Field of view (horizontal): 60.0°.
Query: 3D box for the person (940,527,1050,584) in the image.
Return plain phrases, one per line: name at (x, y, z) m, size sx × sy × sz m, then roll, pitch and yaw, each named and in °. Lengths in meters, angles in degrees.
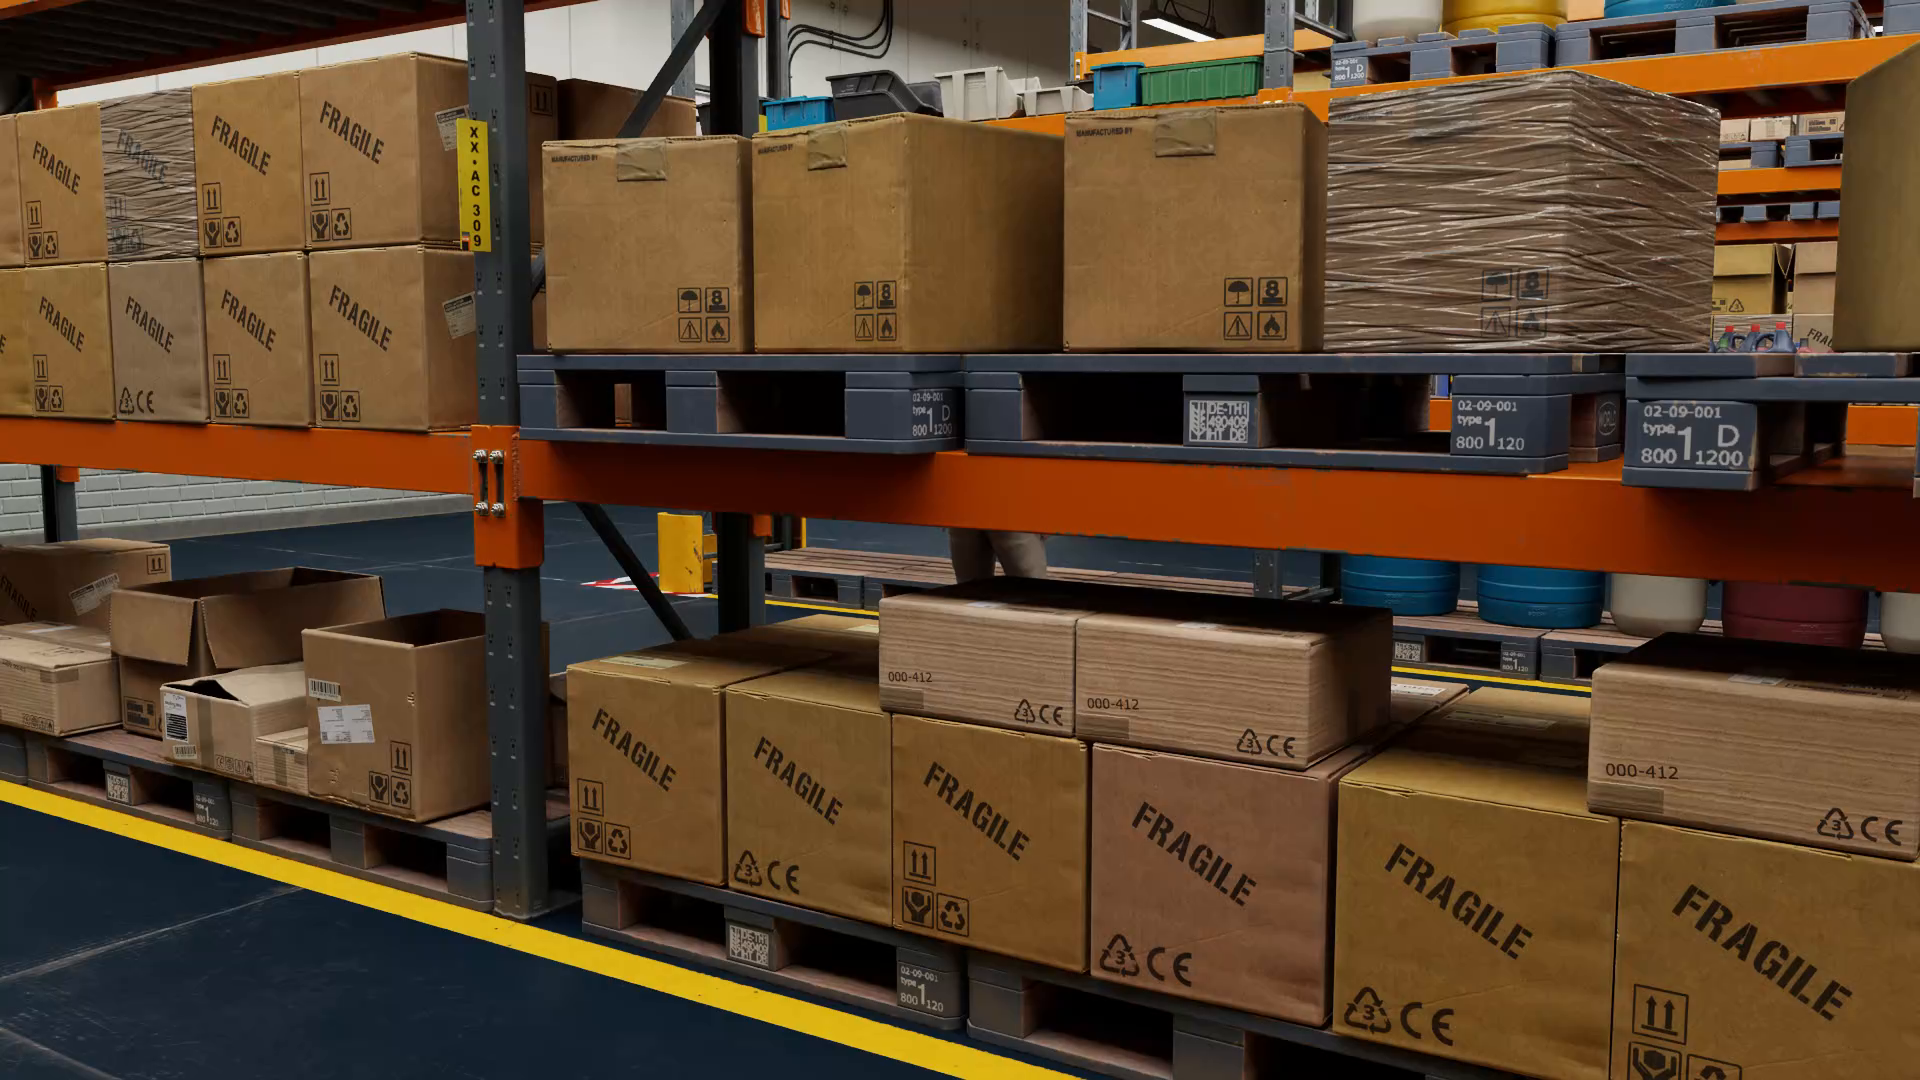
person at (0.158, -0.156, 7.262) m, size 0.597 × 1.725 × 0.401 m, roll 4°, pitch 7°, yaw 30°
